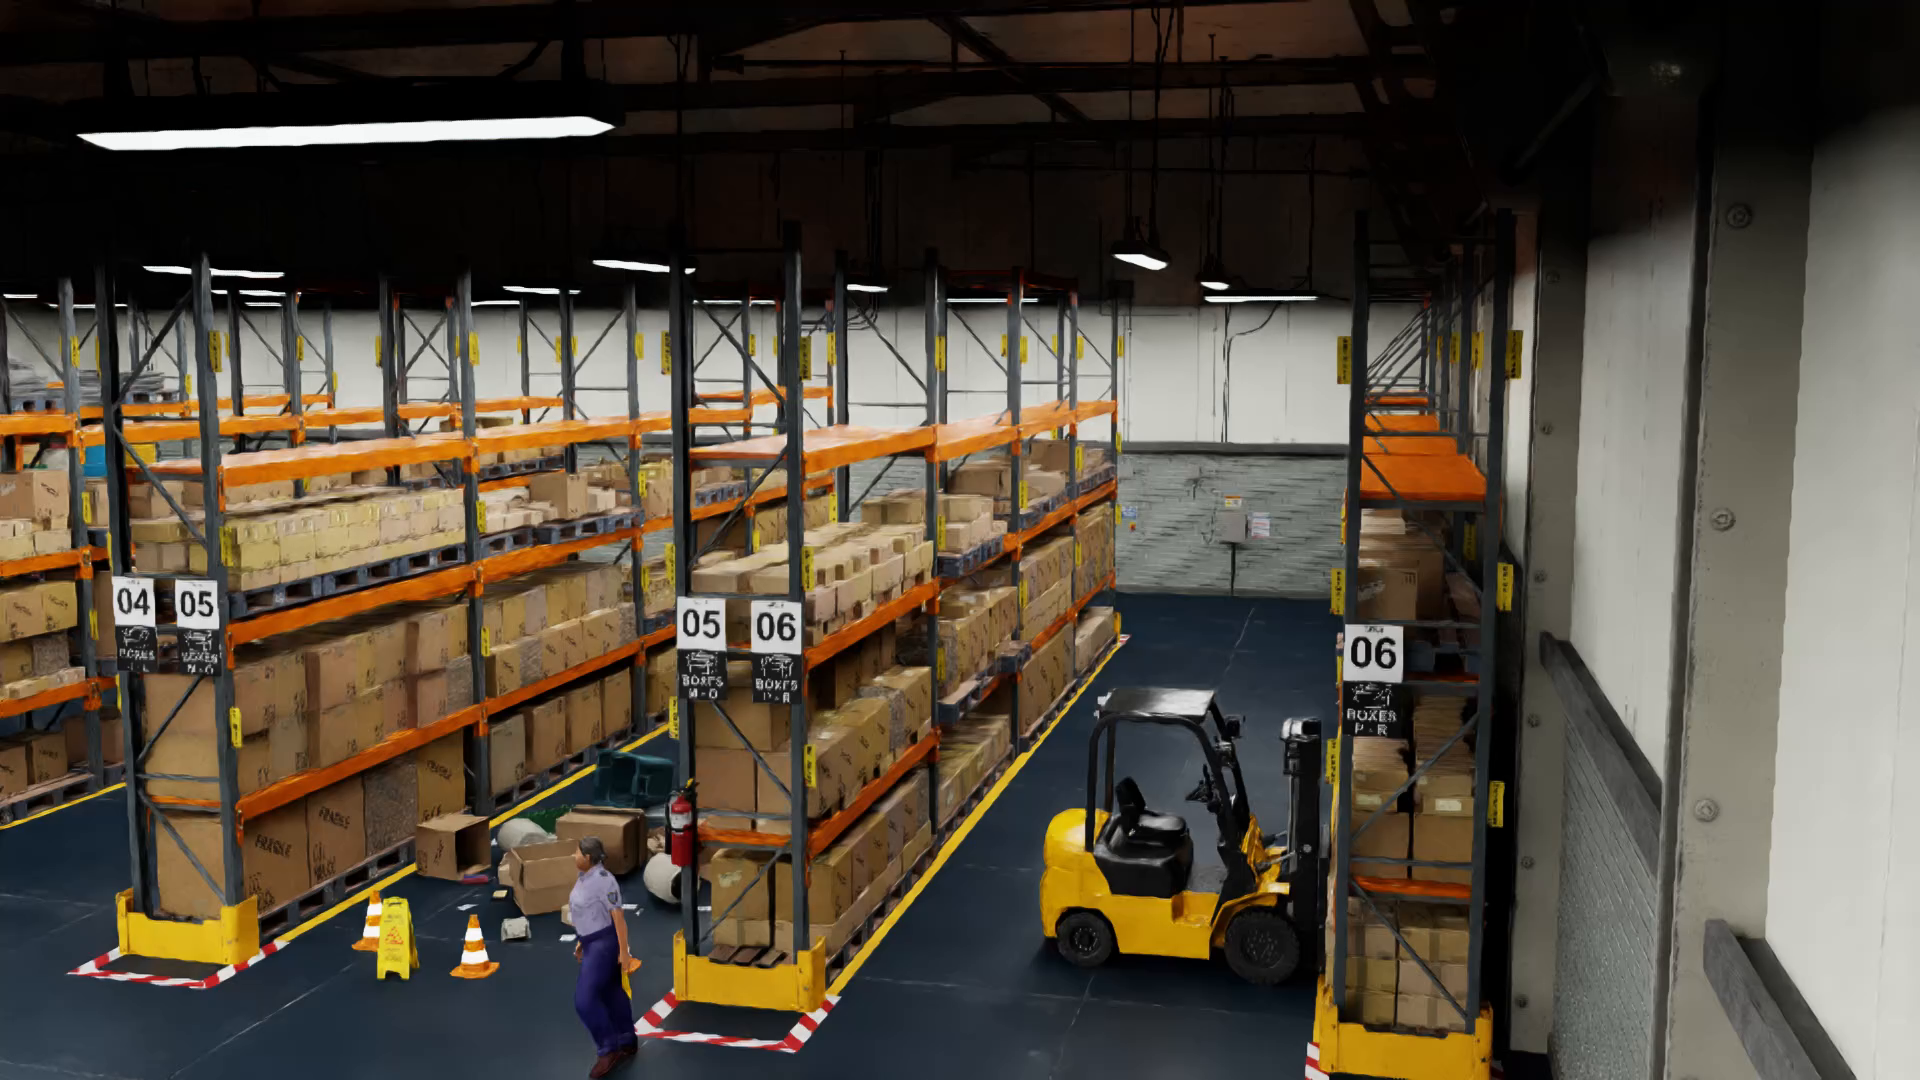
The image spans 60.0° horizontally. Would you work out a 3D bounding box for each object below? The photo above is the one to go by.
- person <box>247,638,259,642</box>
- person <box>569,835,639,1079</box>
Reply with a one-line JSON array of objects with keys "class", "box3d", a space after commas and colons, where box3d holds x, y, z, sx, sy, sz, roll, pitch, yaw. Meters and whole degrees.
[{"class": "person", "box3d": [-8.559, 1.925, 20.352, 0.417, 1.517, 1.037, 2, 7, 16]}, {"class": "person", "box3d": [-2.540, 2.917, 11.839, 0.477, 1.645, 0.604, -3, 8, -24]}]
